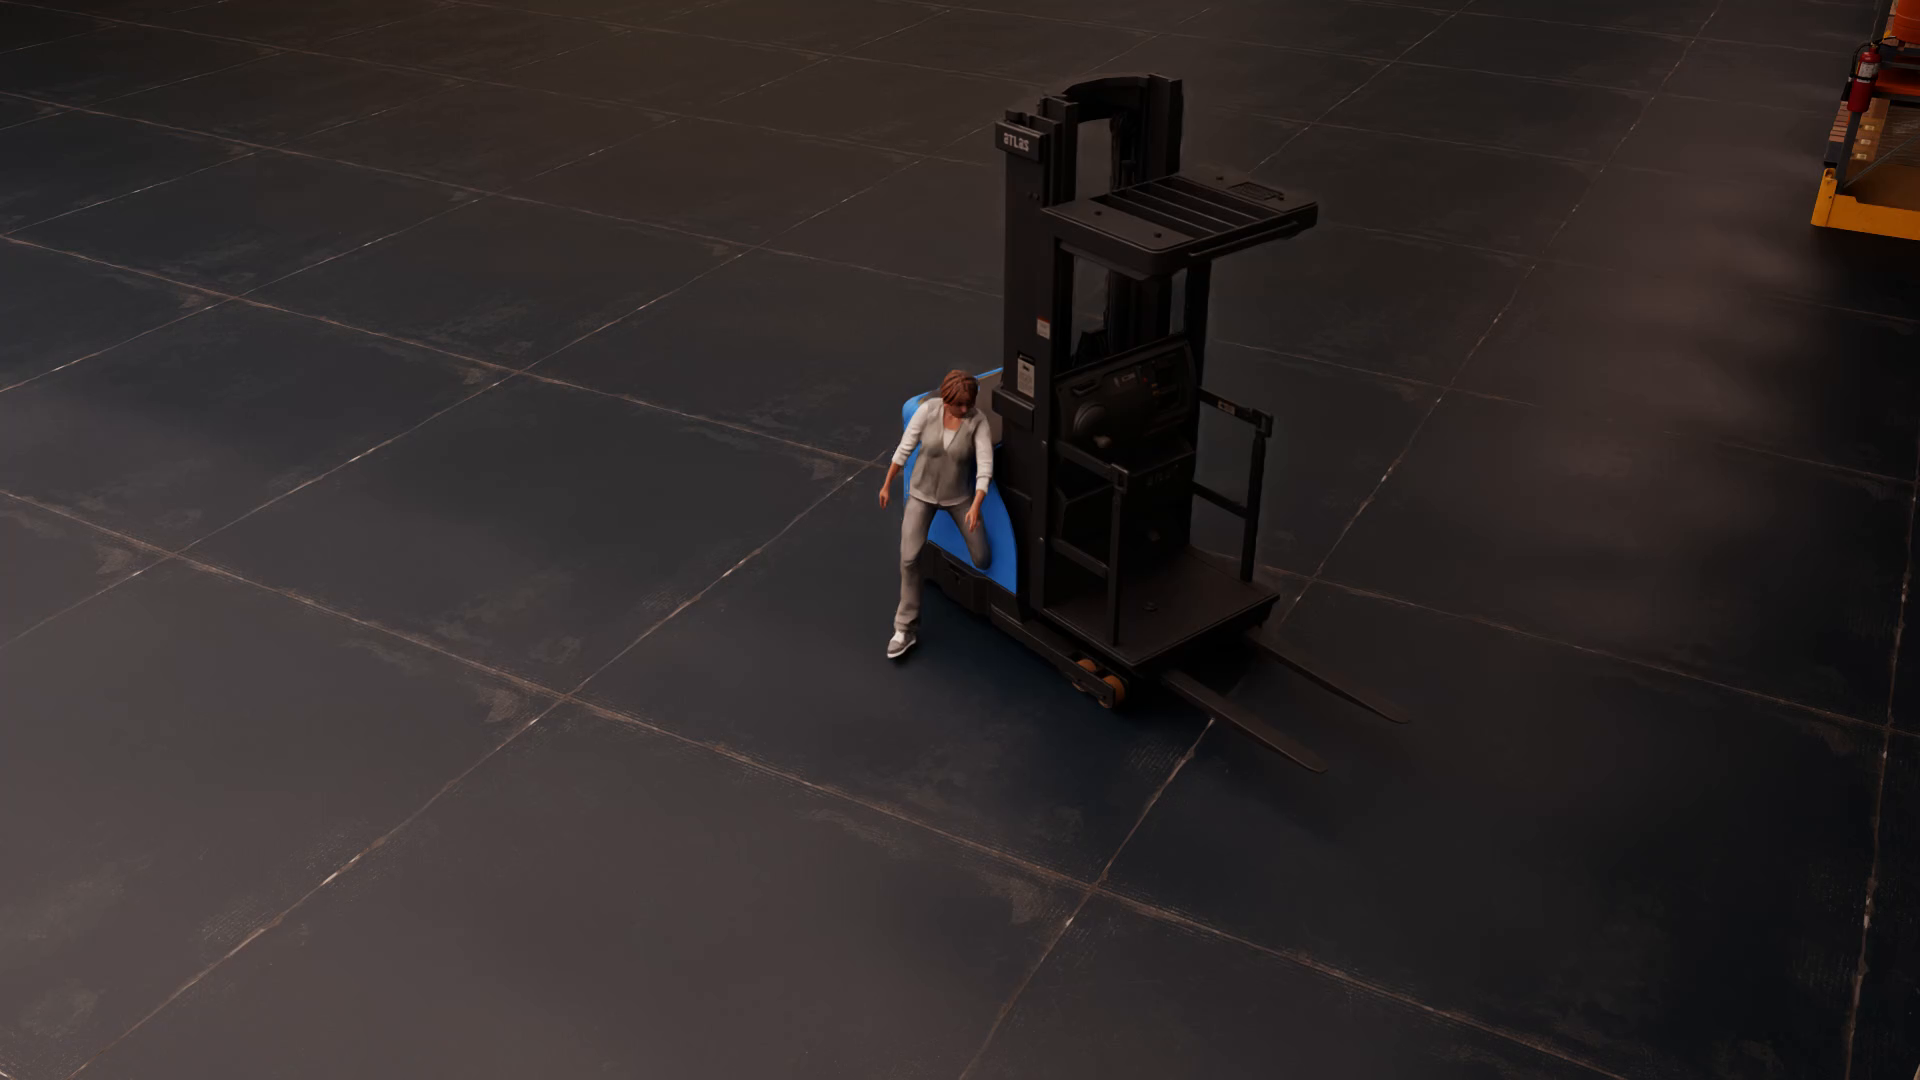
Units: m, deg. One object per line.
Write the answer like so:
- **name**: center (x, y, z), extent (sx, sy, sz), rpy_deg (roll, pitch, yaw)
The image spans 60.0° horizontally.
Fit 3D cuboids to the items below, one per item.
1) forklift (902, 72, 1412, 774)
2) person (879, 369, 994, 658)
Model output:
- **forklift**: center (0.980, -0.692, 8.269), extent (1.130, 2.935, 3.031), rpy_deg (-22, 37, -33)
- **person**: center (-0.101, -0.174, 8.778), extent (0.679, 1.485, 0.782), rpy_deg (2, 30, 3)
